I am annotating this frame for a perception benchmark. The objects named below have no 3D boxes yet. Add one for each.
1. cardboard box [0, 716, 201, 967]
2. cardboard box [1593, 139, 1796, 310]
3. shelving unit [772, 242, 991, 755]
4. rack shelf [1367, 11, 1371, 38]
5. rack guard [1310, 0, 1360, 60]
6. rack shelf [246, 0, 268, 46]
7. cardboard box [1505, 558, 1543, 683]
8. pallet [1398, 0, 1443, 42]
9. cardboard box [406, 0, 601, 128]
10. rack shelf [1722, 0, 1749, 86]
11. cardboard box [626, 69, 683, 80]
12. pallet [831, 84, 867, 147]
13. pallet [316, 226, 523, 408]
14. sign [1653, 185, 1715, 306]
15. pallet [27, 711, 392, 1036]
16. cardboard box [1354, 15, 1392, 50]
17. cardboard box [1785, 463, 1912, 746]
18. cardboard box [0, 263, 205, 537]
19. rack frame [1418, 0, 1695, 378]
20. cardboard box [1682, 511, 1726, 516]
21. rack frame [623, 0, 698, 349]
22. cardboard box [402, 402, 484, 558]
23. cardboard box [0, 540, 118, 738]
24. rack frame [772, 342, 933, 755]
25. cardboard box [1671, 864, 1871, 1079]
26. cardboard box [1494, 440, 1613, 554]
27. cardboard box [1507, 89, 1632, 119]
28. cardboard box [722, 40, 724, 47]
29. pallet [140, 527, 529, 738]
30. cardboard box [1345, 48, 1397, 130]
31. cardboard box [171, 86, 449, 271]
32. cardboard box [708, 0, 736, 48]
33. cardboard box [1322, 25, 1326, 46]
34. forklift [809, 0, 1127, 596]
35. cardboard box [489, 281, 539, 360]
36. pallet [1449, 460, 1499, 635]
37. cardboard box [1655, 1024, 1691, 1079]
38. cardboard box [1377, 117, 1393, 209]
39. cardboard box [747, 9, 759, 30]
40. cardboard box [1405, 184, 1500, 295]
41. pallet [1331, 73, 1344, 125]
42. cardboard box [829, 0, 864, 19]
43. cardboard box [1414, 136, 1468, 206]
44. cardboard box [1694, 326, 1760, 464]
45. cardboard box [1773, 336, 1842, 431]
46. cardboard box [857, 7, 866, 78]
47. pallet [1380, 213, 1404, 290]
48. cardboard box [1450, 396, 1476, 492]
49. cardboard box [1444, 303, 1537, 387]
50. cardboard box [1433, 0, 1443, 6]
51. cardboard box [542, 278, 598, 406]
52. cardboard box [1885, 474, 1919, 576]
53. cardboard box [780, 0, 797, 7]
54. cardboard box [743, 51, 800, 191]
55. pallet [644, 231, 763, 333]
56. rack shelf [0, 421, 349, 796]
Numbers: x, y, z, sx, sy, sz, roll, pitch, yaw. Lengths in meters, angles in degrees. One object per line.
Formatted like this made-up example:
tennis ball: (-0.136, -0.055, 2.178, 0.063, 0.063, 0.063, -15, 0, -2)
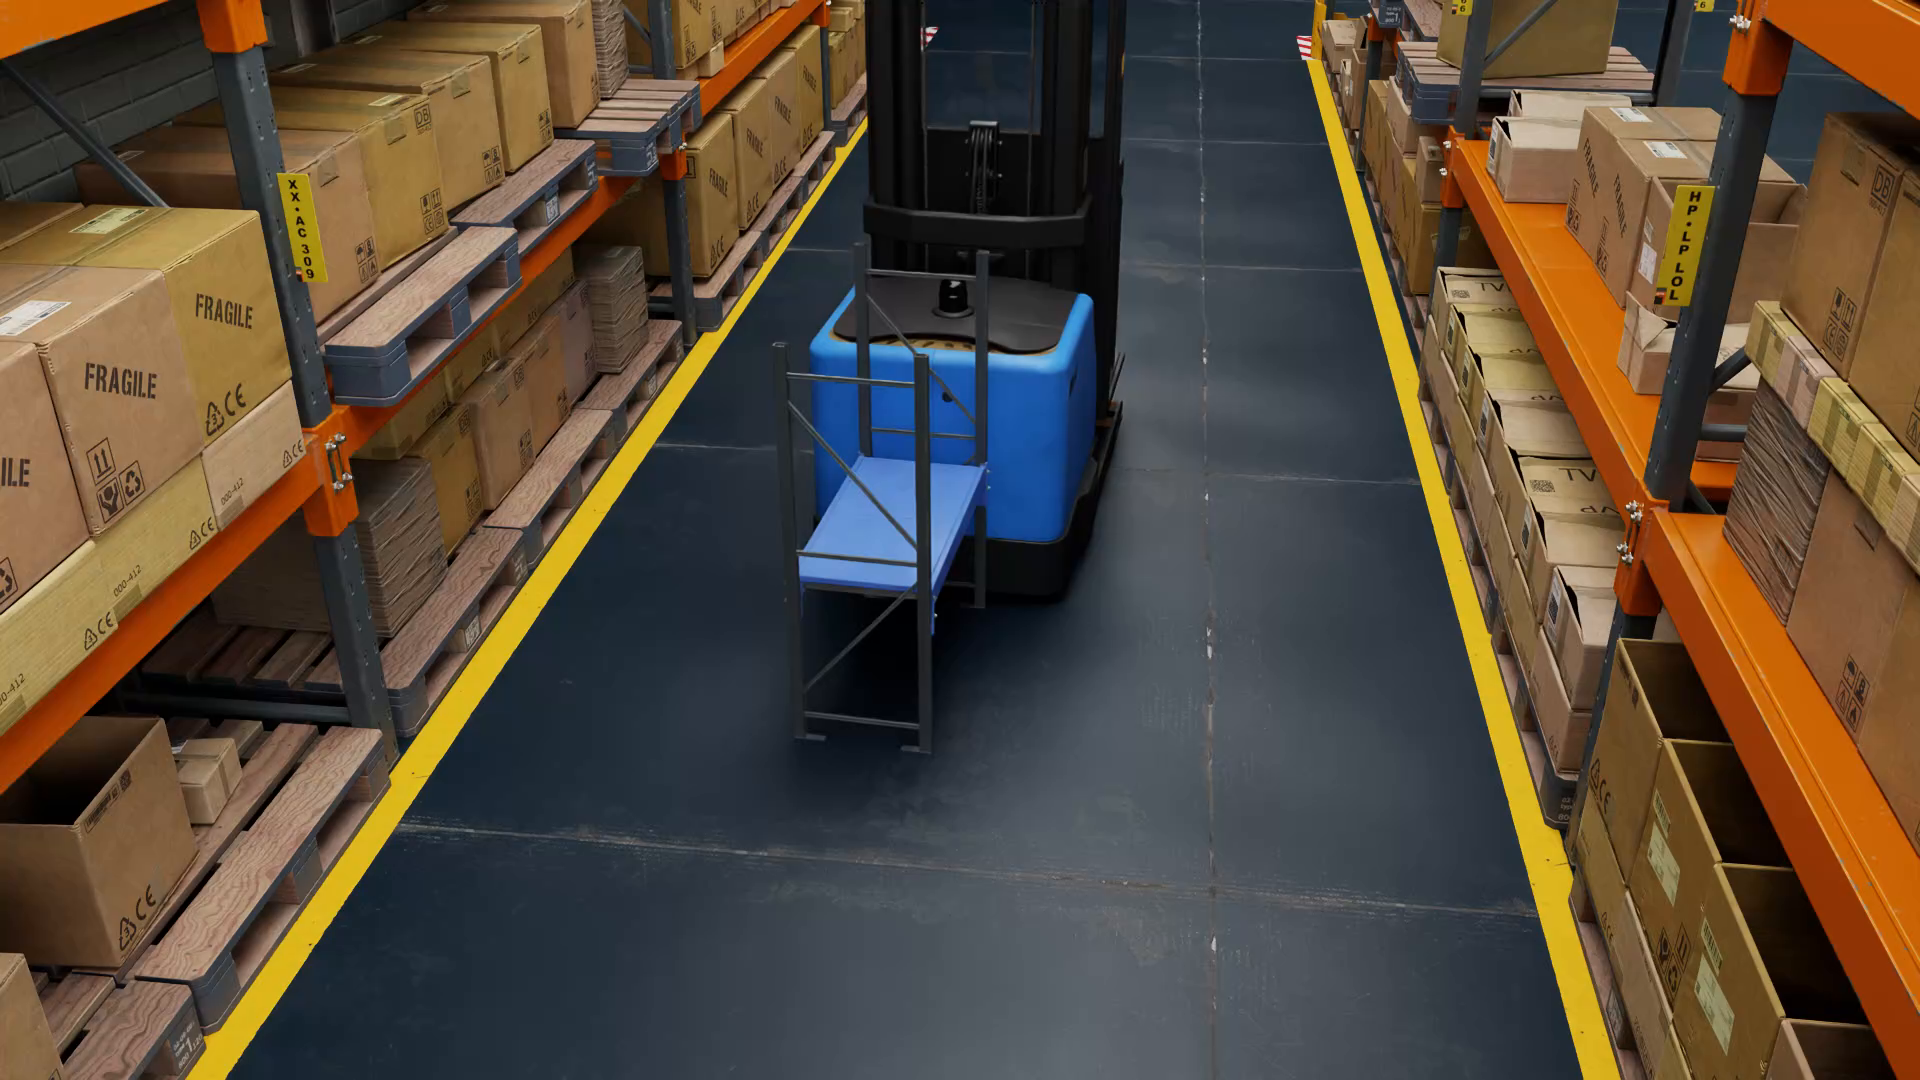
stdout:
cardboard box: (-2.553, 0.840, 4.700, 0.500, 0.500, 0.500, 1, 28, 2)
cardboard box: (2.688, -1.160, 6.135, 0.500, 0.500, 0.500, 3, 28, 6)
shelving unit: (-0.243, -0.170, 5.985, 0.538, 1.500, 1.048, 5, 29, 10)
rack shelf: (3.677, -4.662, 13.499, 1.077, 0.370, 4.000, 3, 28, 6)
rack guard: (3.912, -4.784, 15.602, 1.175, 0.500, 0.348, 3, 28, 6)
rack shelf: (-2.220, -2.503, 6.329, 1.077, 0.370, 4.000, 3, 28, 6)
cardboard box: (2.278, 0.304, 5.979, 0.500, 0.250, 0.500, 3, 28, 5)
pallet: (3.175, -2.985, 9.831, 1.003, 0.211, 1.213, 3, 28, 6)
cardboard box: (-2.064, -2.192, 7.586, 0.700, 0.500, 0.500, 1, 28, 1)
rack shelf: (2.697, -2.217, 5.798, 1.077, 0.370, 4.000, 3, 28, 6)
cardboard box: (-1.705, -2.480, 8.935, 0.380, 0.149, 0.250, 3, 28, 5)
pallet: (-1.314, -3.449, 13.429, 1.003, 0.211, 1.213, 3, 28, 6)
pallet: (-2.227, -0.824, 5.820, 1.003, 0.211, 1.213, 3, 28, 6)
sign: (1.912, -0.773, 4.385, 0.100, 0.325, 0.005, 3, 28, 6)
pallet: (-2.513, 0.988, 5.193, 1.003, 0.211, 1.213, 3, 28, 6)
cardboard box: (3.657, -4.016, 13.711, 0.797, 0.503, 0.637, 3, 28, 6)
cardboard box: (2.345, 0.143, 3.717, 0.700, 0.500, 0.500, 3, 28, 6)
cardboard box: (-2.272, -0.355, 4.092, 0.500, 0.500, 0.500, 3, 28, 6)
rack frame: (2.942, -2.154, 8.086, 1.000, 3.000, 0.127, 3, 28, 6)
cardboard box: (2.816, 0.092, 5.782, 0.500, 0.311, 0.500, 3, 28, 6)
rack frame: (-1.975, -2.440, 8.617, 1.000, 3.000, 0.127, 3, 28, 6)
cardboard box: (-2.378, -0.244, 6.712, 0.700, 0.500, 0.500, 3, 28, 5)
cardboard box: (-2.338, 0.212, 3.831, 0.500, 0.250, 0.500, 3, 28, 6)
rack frame: (-0.343, 0.066, 5.546, 0.500, 1.500, 0.032, 5, 29, 10)
cardboard box: (1.962, 1.095, 3.721, 0.500, 0.500, 0.500, 3, 28, 6)
cardboard box: (2.338, -0.180, 6.286, 0.500, 0.311, 0.500, 3, 28, 6)
cardboard box: (2.854, -1.946, 7.794, 0.500, 0.311, 0.500, 5, 29, 9)
cardboard box: (-1.617, -2.967, 9.838, 0.380, 0.149, 0.250, 4, 29, 7)
pallet: (-2.371, 0.304, 6.464, 1.003, 0.211, 1.213, 3, 28, 6)
cardboard box: (3.220, -3.415, 12.598, 0.500, 0.500, 0.500, 3, 28, 6)
cardboard box: (-2.294, -1.295, 5.923, 0.700, 0.500, 0.500, 6, 29, 11)
cardboard box: (-1.588, -3.084, 9.371, 0.500, 0.500, 0.500, 4, 29, 8)
cardboard box: (3.499, -4.571, 15.096, 0.380, 0.166, 0.250, 3, 28, 6)
forklift: (0.193, -1.745, 7.400, 1.130, 2.935, 3.031, 5, 29, 10)
cardboard box: (-2.202, -1.015, 7.352, 0.500, 0.250, 0.500, 3, 28, 6)
pallet: (2.650, 0.031, 6.969, 1.003, 0.211, 1.213, 3, 28, 6)
cardboard box: (1.961, 1.425, 3.899, 0.500, 0.250, 0.500, 3, 28, 6)
cardboard box: (3.008, -2.430, 10.770, 0.500, 0.500, 0.500, 4, 29, 7)
cardboard box: (-1.489, -3.326, 10.505, 0.380, 0.149, 0.250, 4, 29, 8)
cardboard box: (2.823, -1.701, 9.417, 0.500, 0.500, 0.500, 4, 29, 8)
pallet: (3.664, -3.708, 13.911, 1.003, 0.211, 1.213, 3, 28, 6)
cardboard box: (-1.005, -4.436, 13.829, 0.380, 0.149, 0.250, 3, 28, 5)
cardboard box: (2.826, -2.058, 9.289, 0.500, 0.250, 0.500, 4, 29, 8)
cardboard box: (2.468, -0.440, 5.062, 0.500, 0.250, 0.500, 5, 29, 9)
cardboard box: (2.196, -0.368, 3.980, 0.380, 0.149, 0.250, 4, 29, 7)
cardboard box: (-1.162, -4.231, 14.134, 0.700, 0.500, 0.500, 4, 29, 7)
pallet: (3.223, -1.848, 10.459, 1.003, 0.211, 1.213, 3, 28, 6)
cardboard box: (2.468, -0.417, 7.318, 0.500, 0.250, 0.500, 3, 28, 5)
cardboard box: (2.530, -0.898, 7.620, 0.500, 0.311, 0.500, 3, 28, 5)
cardboard box: (3.276, -3.431, 9.907, 0.700, 0.500, 0.500, -4, 29, -7)
cardboard box: (-2.190, -0.956, 8.033, 0.700, 0.500, 0.500, 3, 28, 6)
cardboard box: (2.102, -0.005, 3.307, 0.380, 0.149, 0.250, 2, 28, 5)
cardboard box: (-1.304, -3.679, 11.159, 0.380, 0.149, 0.250, 3, 28, 6)
cardboard box: (-1.542, -2.830, 11.163, 0.750, 0.750, 0.750, 4, 29, 8)
pallet: (-1.804, -1.579, 9.959, 1.003, 0.211, 1.213, 3, 28, 6)
rack shelf: (-2.710, 0.701, 3.545, 1.077, 0.370, 4.000, 3, 28, 6)
